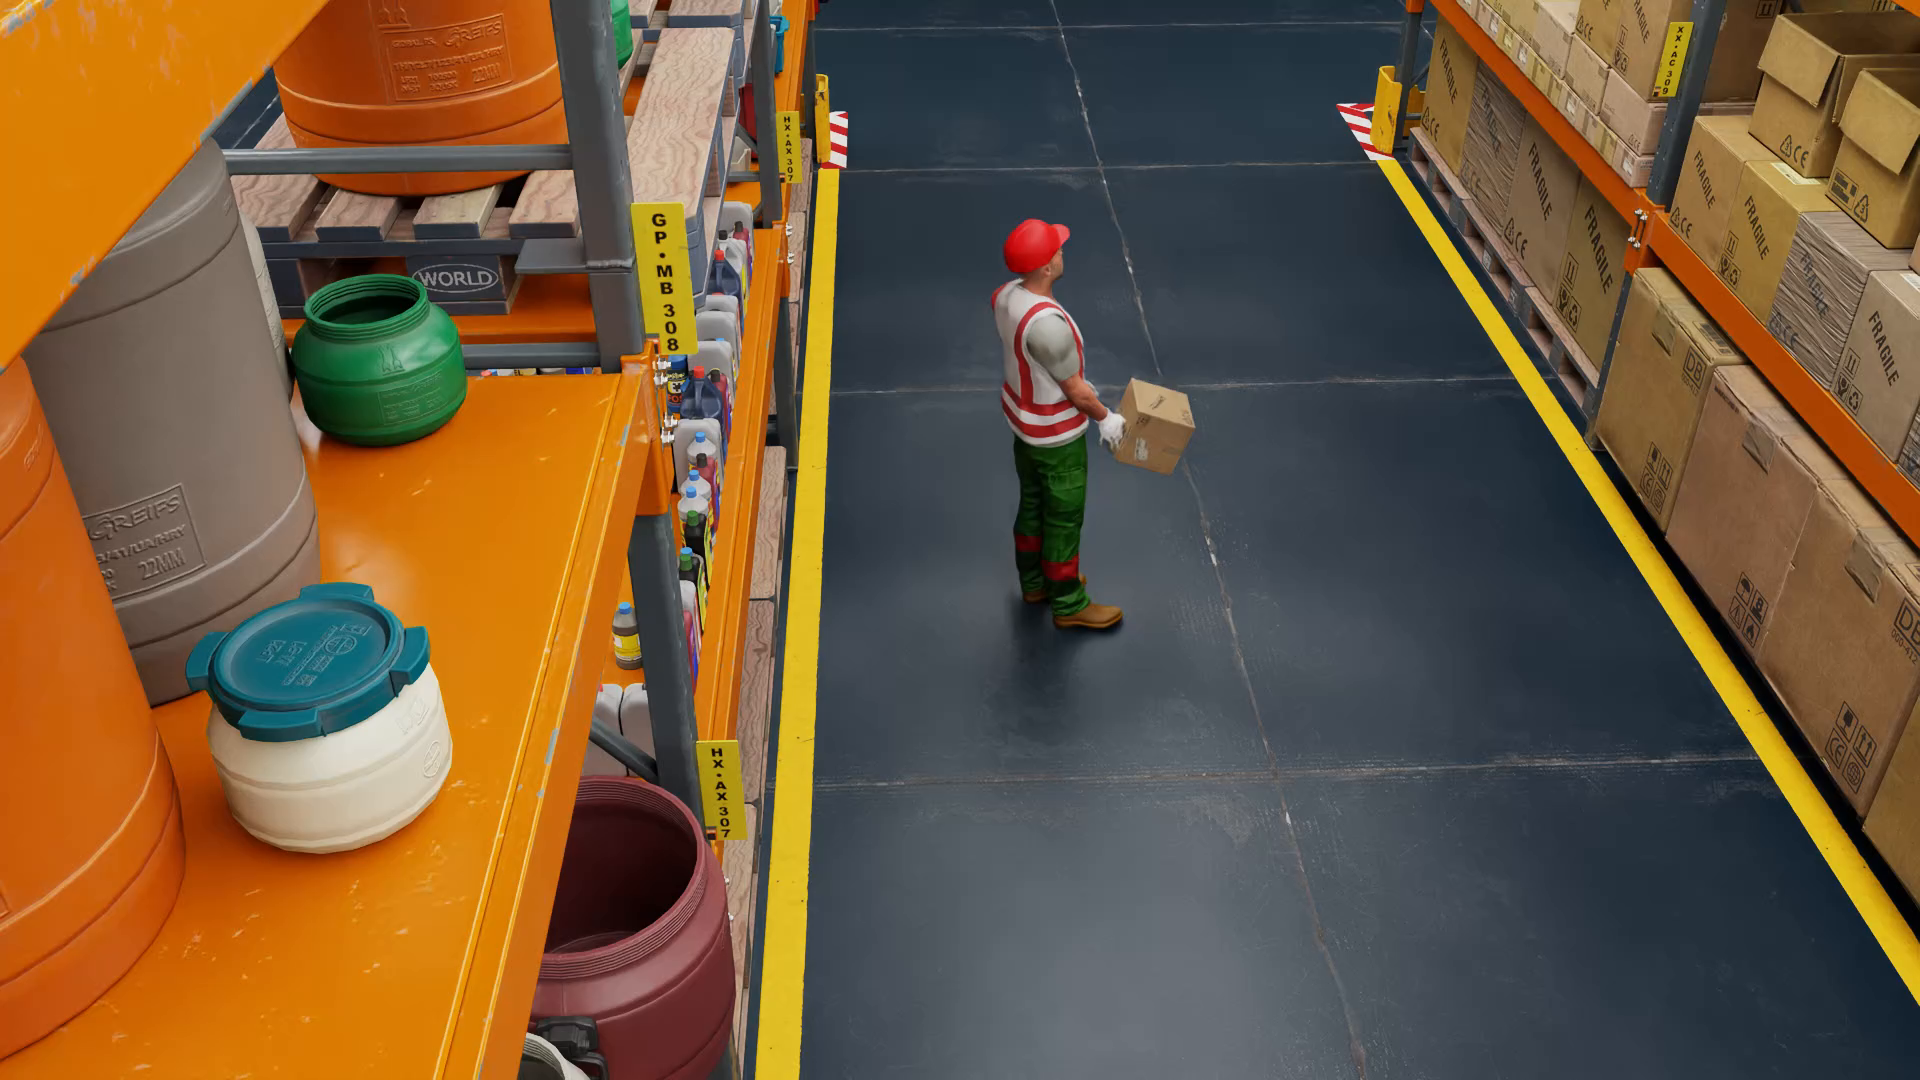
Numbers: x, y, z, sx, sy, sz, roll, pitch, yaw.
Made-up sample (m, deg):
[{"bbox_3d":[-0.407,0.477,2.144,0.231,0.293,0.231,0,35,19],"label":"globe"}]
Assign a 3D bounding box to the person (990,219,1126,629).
[{"bbox_3d":[0.407,-0.473,6.789,0.498,1.794,0.561,-12,37,-16],"label":"person"}]
